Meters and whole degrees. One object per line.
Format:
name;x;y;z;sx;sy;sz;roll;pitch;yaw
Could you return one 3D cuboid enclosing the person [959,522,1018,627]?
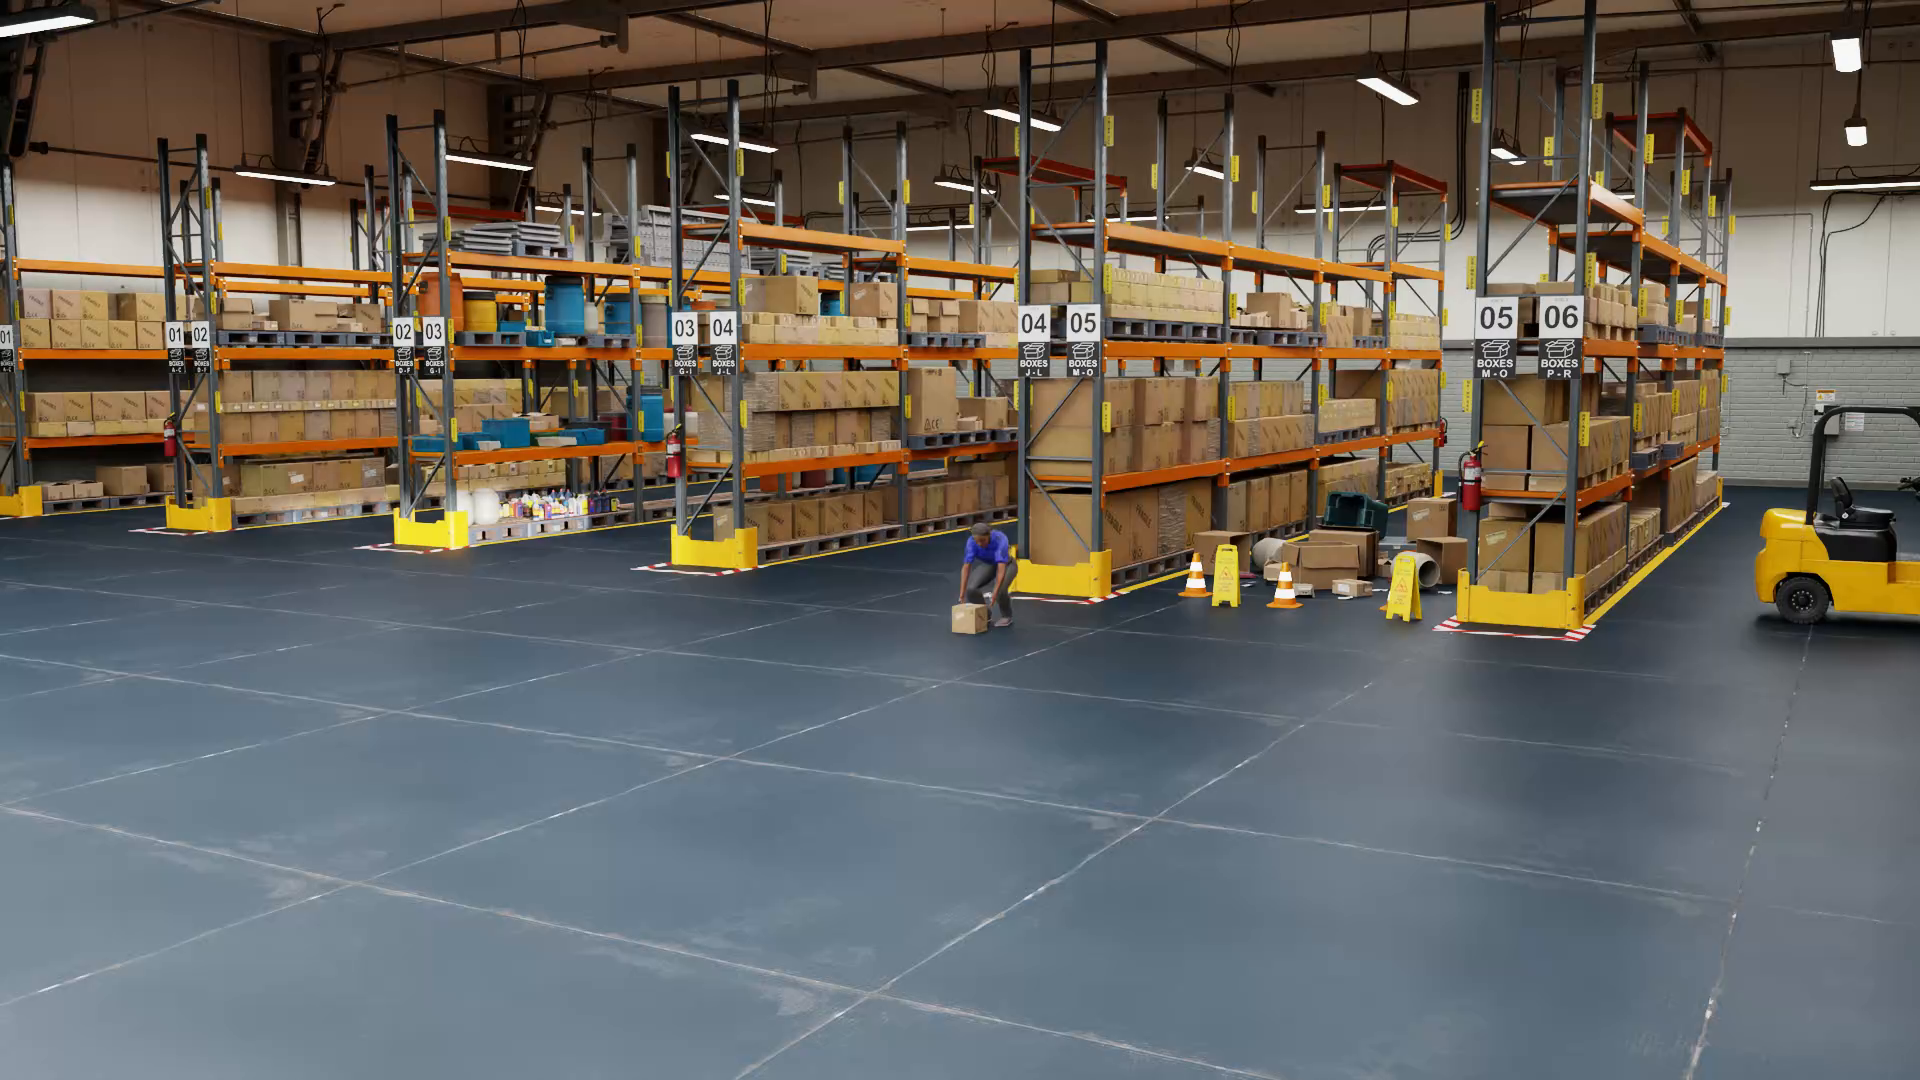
person;0.307;0.324;16.239;0.494;1.052;0.763;3;7;28
